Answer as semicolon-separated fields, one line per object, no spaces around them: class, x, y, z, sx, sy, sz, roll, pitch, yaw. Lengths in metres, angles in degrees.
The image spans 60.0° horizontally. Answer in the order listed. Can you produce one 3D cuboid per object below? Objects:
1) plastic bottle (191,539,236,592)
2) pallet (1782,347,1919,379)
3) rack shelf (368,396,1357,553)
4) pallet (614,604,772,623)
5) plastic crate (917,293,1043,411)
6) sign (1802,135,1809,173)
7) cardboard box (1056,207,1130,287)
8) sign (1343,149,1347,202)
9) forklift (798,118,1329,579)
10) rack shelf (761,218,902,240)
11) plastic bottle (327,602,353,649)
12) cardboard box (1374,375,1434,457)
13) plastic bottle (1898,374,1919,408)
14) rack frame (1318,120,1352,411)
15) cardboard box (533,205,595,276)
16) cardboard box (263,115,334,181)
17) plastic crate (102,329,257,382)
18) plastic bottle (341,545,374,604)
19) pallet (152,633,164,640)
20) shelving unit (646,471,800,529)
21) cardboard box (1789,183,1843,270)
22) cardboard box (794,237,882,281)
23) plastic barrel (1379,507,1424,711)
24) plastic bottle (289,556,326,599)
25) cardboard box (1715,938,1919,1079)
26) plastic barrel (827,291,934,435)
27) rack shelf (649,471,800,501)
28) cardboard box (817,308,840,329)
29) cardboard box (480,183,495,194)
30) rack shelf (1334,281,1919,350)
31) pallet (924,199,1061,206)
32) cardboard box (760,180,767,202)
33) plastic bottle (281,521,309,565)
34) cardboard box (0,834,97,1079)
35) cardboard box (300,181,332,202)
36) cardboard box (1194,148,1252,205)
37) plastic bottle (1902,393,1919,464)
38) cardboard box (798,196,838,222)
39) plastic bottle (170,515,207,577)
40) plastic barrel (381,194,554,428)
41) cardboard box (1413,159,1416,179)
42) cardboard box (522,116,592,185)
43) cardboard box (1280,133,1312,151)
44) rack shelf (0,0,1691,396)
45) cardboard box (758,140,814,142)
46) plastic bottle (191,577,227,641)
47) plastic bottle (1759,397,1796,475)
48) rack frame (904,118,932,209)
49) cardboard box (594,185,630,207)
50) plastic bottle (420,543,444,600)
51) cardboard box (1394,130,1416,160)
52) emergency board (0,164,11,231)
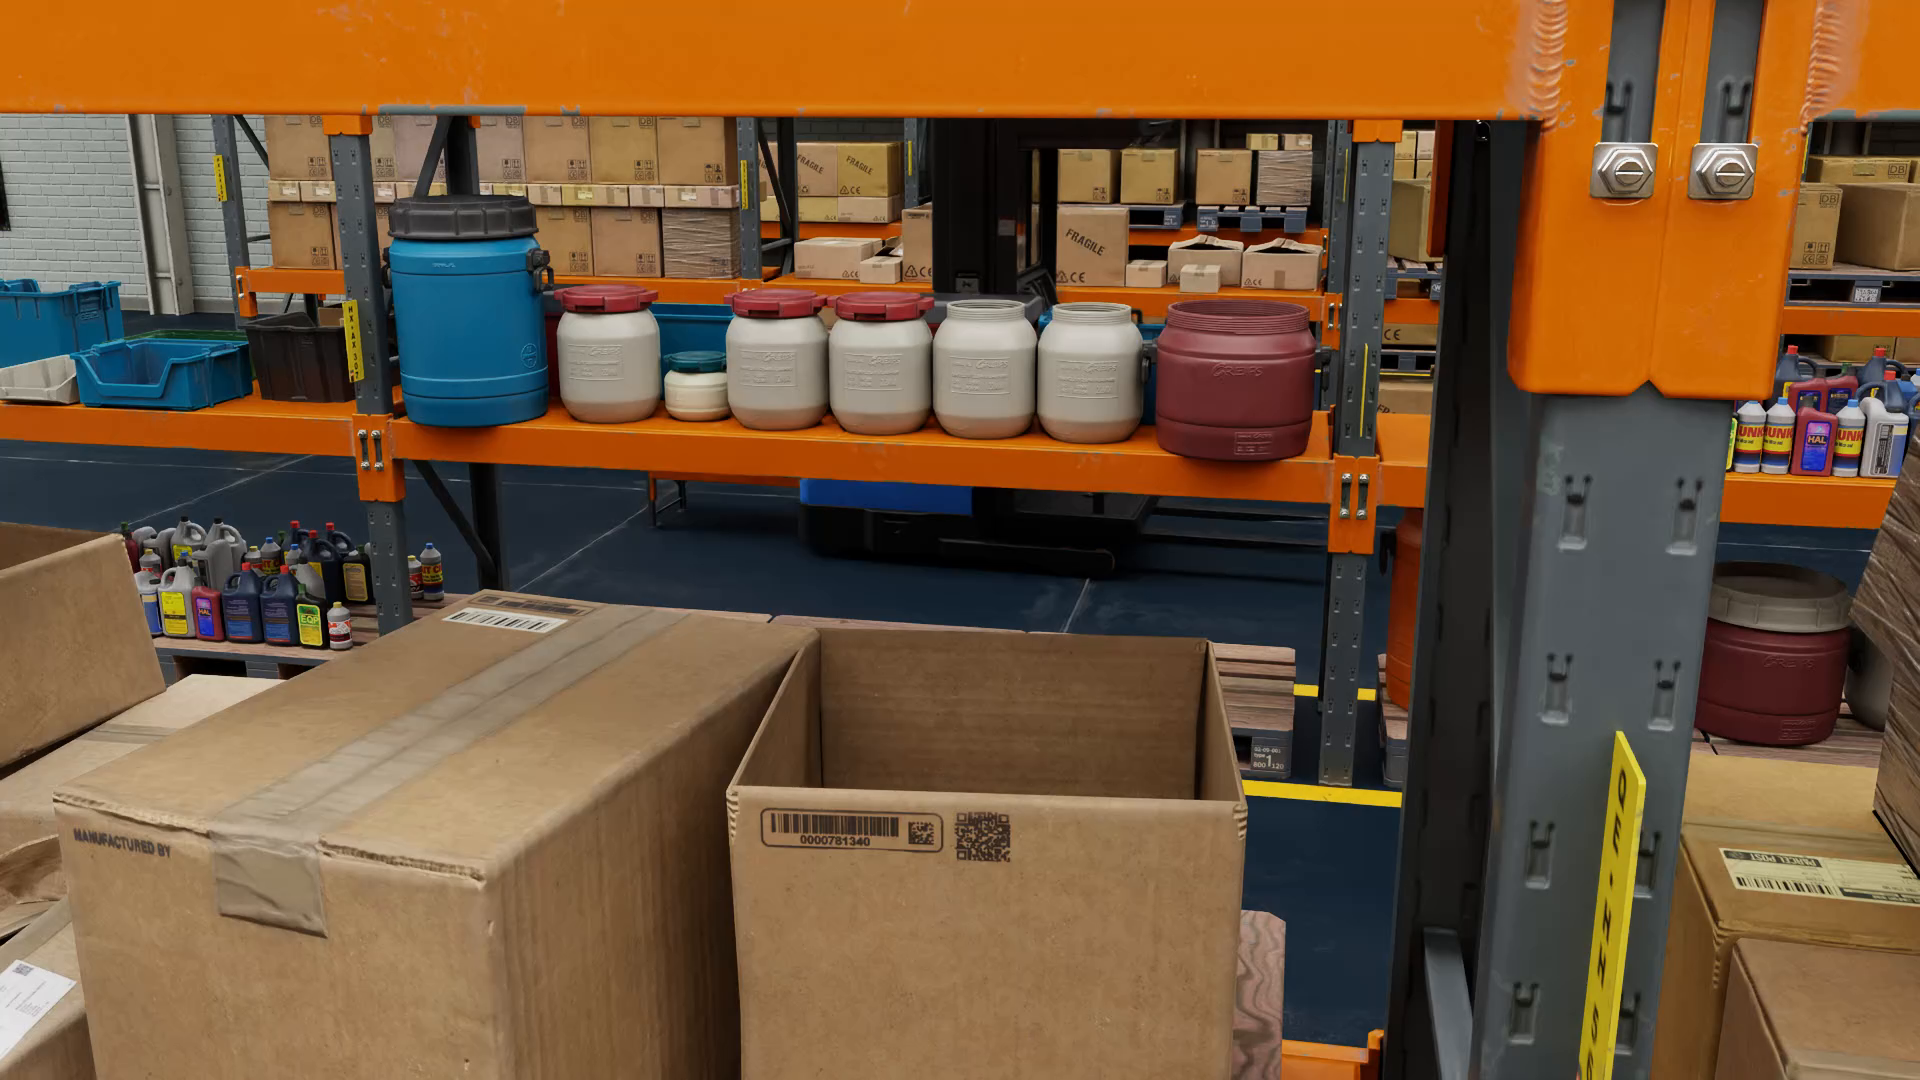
plastic bottle;-3.669;0.135;8.163;0.135;0.276;0.152;3;16;11
pallet;8.189;-1.583;15.310;1.213;0.211;1.003;3;16;11
rack shelf;-0.394;-0.368;7.050;4.000;0.370;1.077;3;16;11
pallet;-1.577;0.554;7.596;1.213;0.211;1.003;3;16;11
plastic crate;0.043;-0.805;7.161;0.583;0.464;0.402;3;16;11
sign;7.361;-3.365;14.500;0.005;0.325;0.100;3;16;11
cardboard box;0.909;-2.037;11.541;0.500;0.500;0.500;2;16;8
sign;2.449;-2.317;10.568;0.005;0.325;0.100;3;16;11
forklift;0.632;-1.355;9.391;3.031;2.935;1.130;4;16;14
rack shelf;-2.340;-3.173;17.174;4.000;0.370;1.077;3;16;11
plastic bottle;-2.772;0.377;7.428;0.097;0.201;0.097;0;15;0
cardboard box;2.945;-0.813;11.165;0.500;0.500;0.500;4;16;13
plastic bottle;3.645;-0.506;6.439;0.097;0.271;0.097;0;15;0
rack frame;2.556;-1.904;11.247;0.127;3.000;1.000;3;16;11
cardboard box;-2.809;-2.241;12.276;0.500;0.500;0.700;3;16;12
cardboard box;-4.777;-2.972;12.485;0.500;0.500;0.700;3;16;11
plastic crate;-3.628;-0.865;7.894;0.662;0.188;0.450;3;16;11
plastic bottle;-2.922;0.162;8.053;0.133;0.283;0.061;3;16;11
pallet;-4.203;0.412;8.111;1.213;0.211;1.003;3;16;11
shelving unit;-1.347;-0.643;10.207;1.048;1.125;0.538;4;16;14
cardboard box;5.370;-2.046;10.784;0.500;0.500;0.700;6;16;20
cardboard box;-0.872;-2.030;11.982;0.500;0.250;0.500;4;16;15
plastic barrel;2.048;0.256;6.726;0.708;0.830;0.600;3;16;11
plastic bottle;-3.014;0.247;7.621;0.185;0.351;0.144;3;16;11
cardboard box;1.001;0.736;1.529;0.500;0.500;0.500;4;16;13
plastic barrel;-0.317;-0.717;6.705;0.433;0.535;0.433;0;15;0
rack shelf;-1.347;-0.408;10.273;1.000;0.278;0.538;4;16;14
cardboard box;-1.405;-2.465;17.131;0.500;0.500;0.500;2;16;7
cardboard box;-3.436;-2.531;12.109;0.250;0.149;0.380;3;16;12
rack shelf;4.516;-1.451;10.959;4.000;0.370;1.077;3;16;11
pallet;0.340;-3.242;16.436;1.213;0.211;1.003;3;16;11
cardboard box;-1.588;-2.543;12.150;0.250;0.149;0.380;3;16;11
plastic bottle;-3.248;0.082;8.216;0.185;0.351;0.144;2;16;9
cardboard box;-1.109;0.531;1.920;0.258;0.266;0.396;3;16;10
cardboard box;-4.682;-2.600;12.357;0.250;0.149;0.380;3;16;10
cardboard box;2.524;-3.505;16.017;0.500;0.500;0.700;2;16;6
plastic bottle;3.440;-0.394;5.887;0.185;0.351;0.144;3;16;11
cardboard box;-1.391;-3.325;16.620;0.500;0.250;0.500;3;16;11
plastic bottle;-3.846;0.049;8.334;0.185;0.351;0.144;4;16;13
plastic barrel;-2.036;-0.963;6.911;0.708;0.901;0.600;3;16;11
cardboard box;4.547;-3.415;15.920;0.500;0.500;0.500;3;16;10
cardboard box;-2.786;-2.866;12.101;0.500;0.500;0.700;3;16;11
cardboard box;3.196;-3.784;15.805;0.250;0.149;0.380;1;16;4
rack shelf;-1.381;-0.518;1.972;4.000;0.370;1.077;3;16;11
cardboard box;-1.792;-3.848;17.103;0.500;0.500;0.500;4;16;13
plastic bottle;-3.399;0.309;7.522;0.133;0.283;0.061;4;16;15
plastic bottle;2.939;-0.376;5.973;0.097;0.271;0.097;0;15;0
rack frame;-0.380;-3.413;16.694;0.127;3.000;1.000;3;16;11
cardboard box;-2.429;-2.477;11.912;0.250;0.149;0.380;3;16;11
plastic bottle;-2.579;0.150;8.119;0.097;0.271;0.097;0;15;0
cardboard box;3.961;-3.670;15.434;0.500;0.250;0.500;3;16;12
emergency board;-11.735;-4.275;19.808;0.643;1.169;0.194;3;16;11
